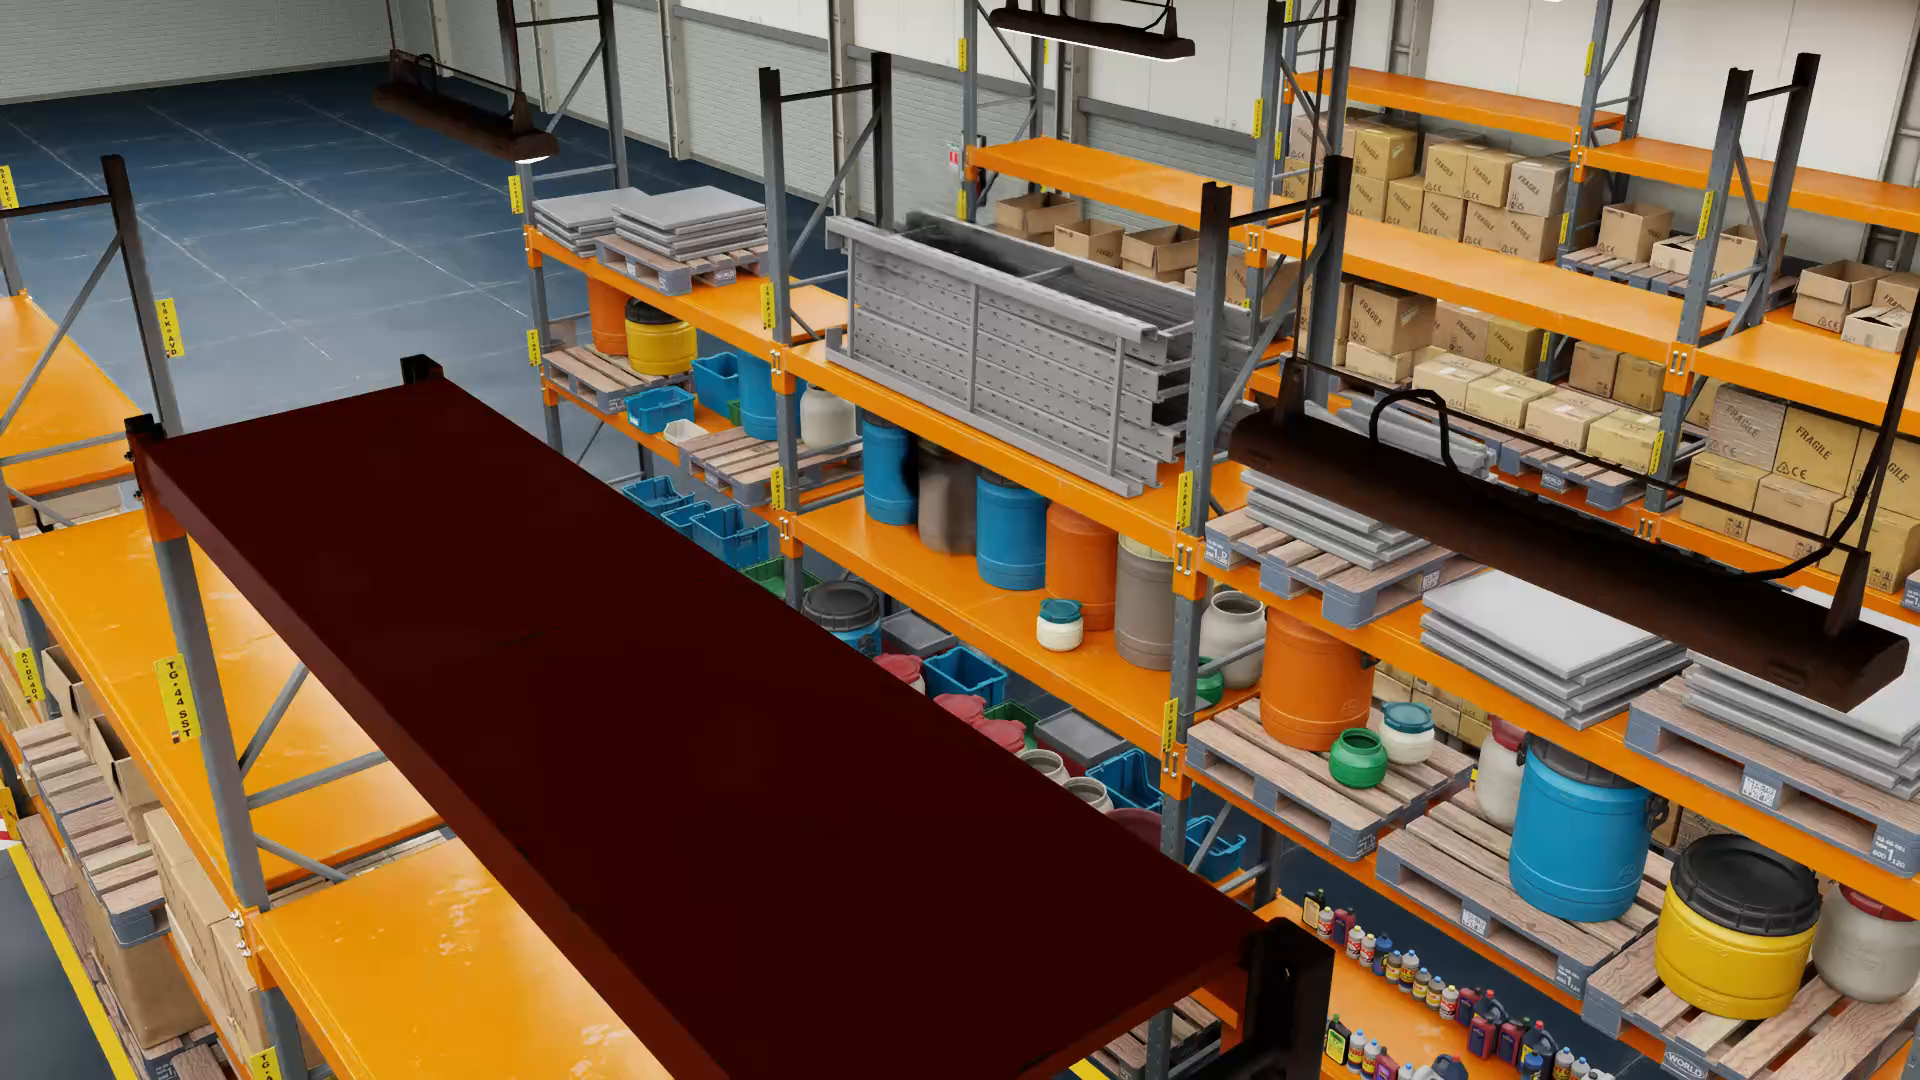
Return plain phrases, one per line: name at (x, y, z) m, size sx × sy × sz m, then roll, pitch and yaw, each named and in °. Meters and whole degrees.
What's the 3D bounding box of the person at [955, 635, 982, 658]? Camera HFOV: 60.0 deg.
person at (0.072, 0.499, 14.781) m, size 0.543 × 1.584 × 0.496 m, roll -24°, pitch 34°, yaw -39°
